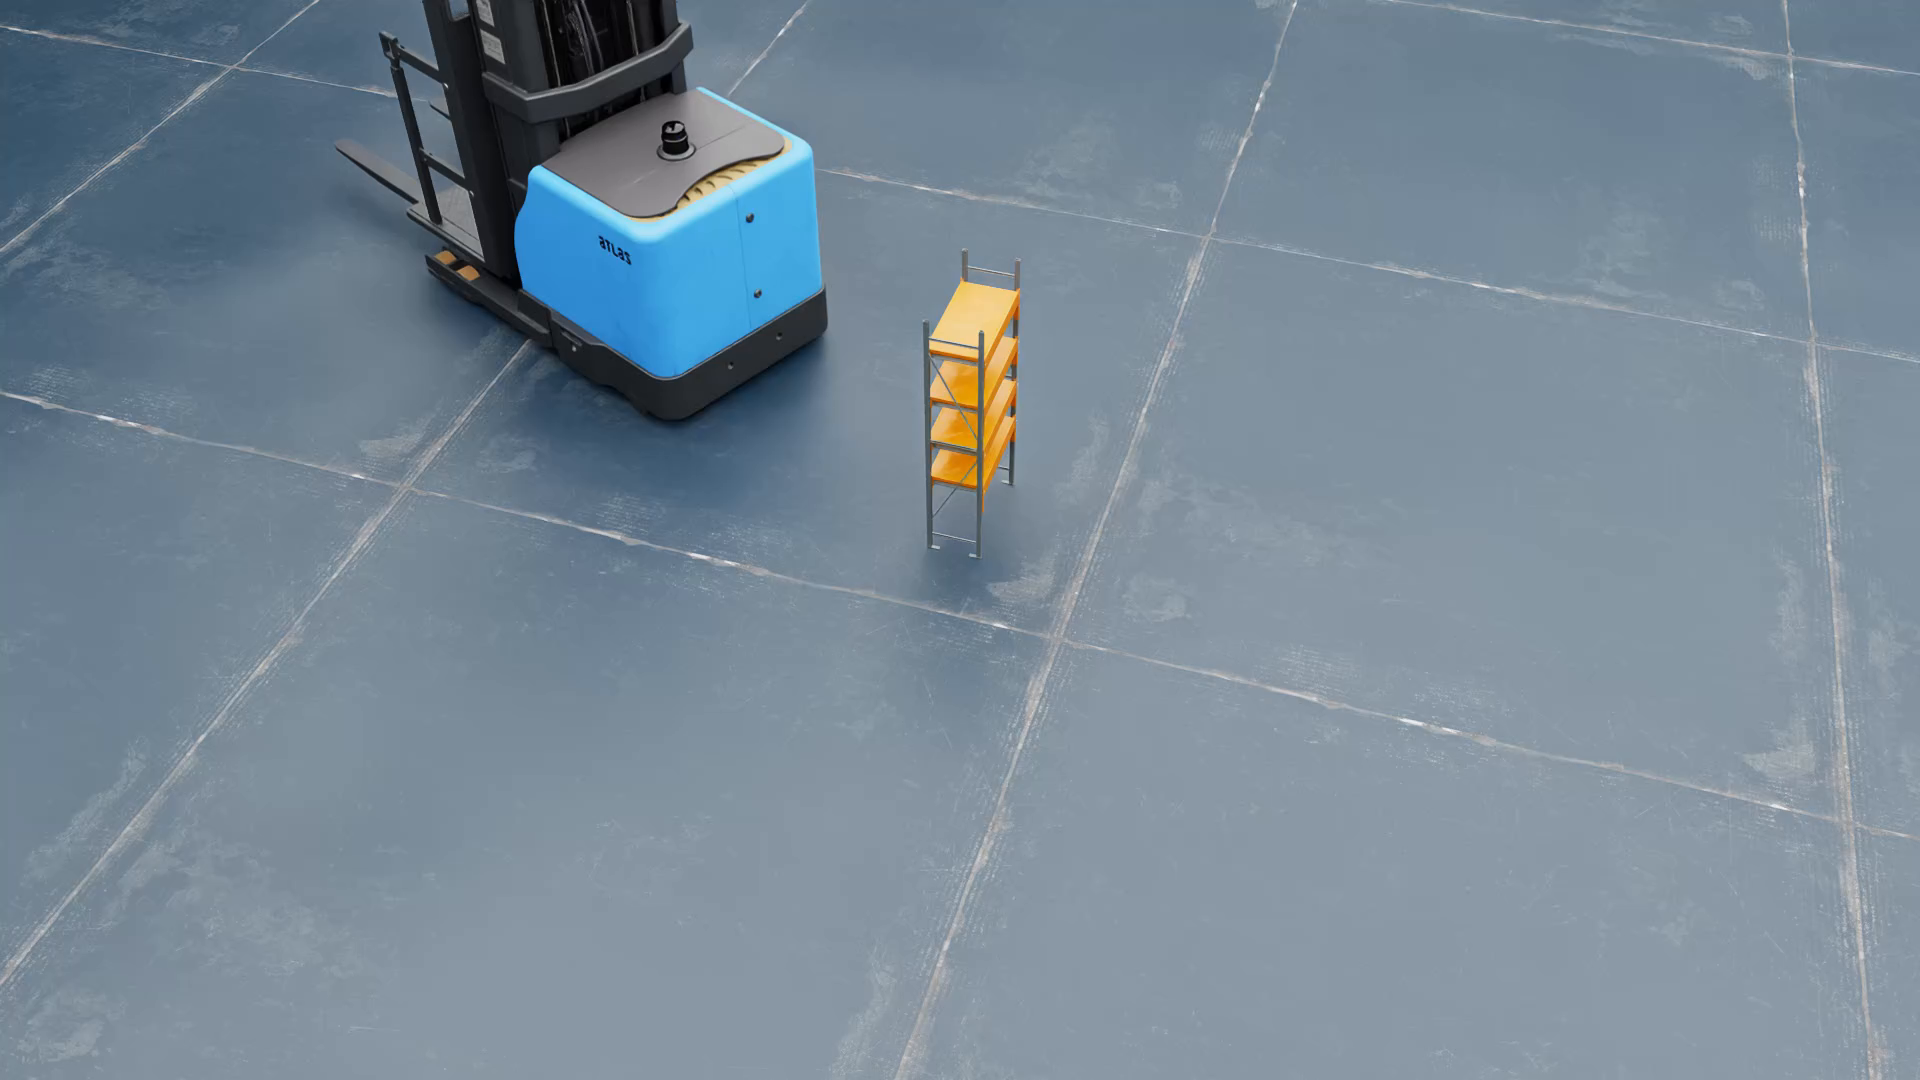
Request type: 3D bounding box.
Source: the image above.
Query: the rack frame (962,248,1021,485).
[{"bbox_3d":[0.124,-0.702,7.008,0.240,1.200,0.015,13,46,12],"label":"rack frame"}]

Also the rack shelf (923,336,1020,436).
[{"bbox_3d":[0.050,-0.651,6.733,0.258,0.148,0.480,13,46,12],"label":"rack shelf"}]

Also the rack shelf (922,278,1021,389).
[{"bbox_3d":[0.050,-0.820,6.567,0.258,0.148,0.480,13,46,12],"label":"rack shelf"}]

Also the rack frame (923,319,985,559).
[{"bbox_3d":[-0.024,-0.377,6.676,0.240,1.200,0.015,13,46,12],"label":"rack frame"}]

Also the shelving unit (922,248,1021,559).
[{"bbox_3d":[0.050,-0.539,6.842,0.258,1.200,0.503,13,46,12],"label":"shelving unit"}]

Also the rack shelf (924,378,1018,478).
[{"bbox_3d":[0.050,-0.491,6.889,0.258,0.148,0.480,13,46,12],"label":"rack shelf"}]

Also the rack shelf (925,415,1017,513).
[{"bbox_3d":[0.050,-0.349,7.028,0.258,0.148,0.480,13,46,12],"label":"rack shelf"}]

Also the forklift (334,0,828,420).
[{"bbox_3d":[-2.068,-2.500,7.608,3.031,2.935,1.130,33,53,29],"label":"forklift"}]
